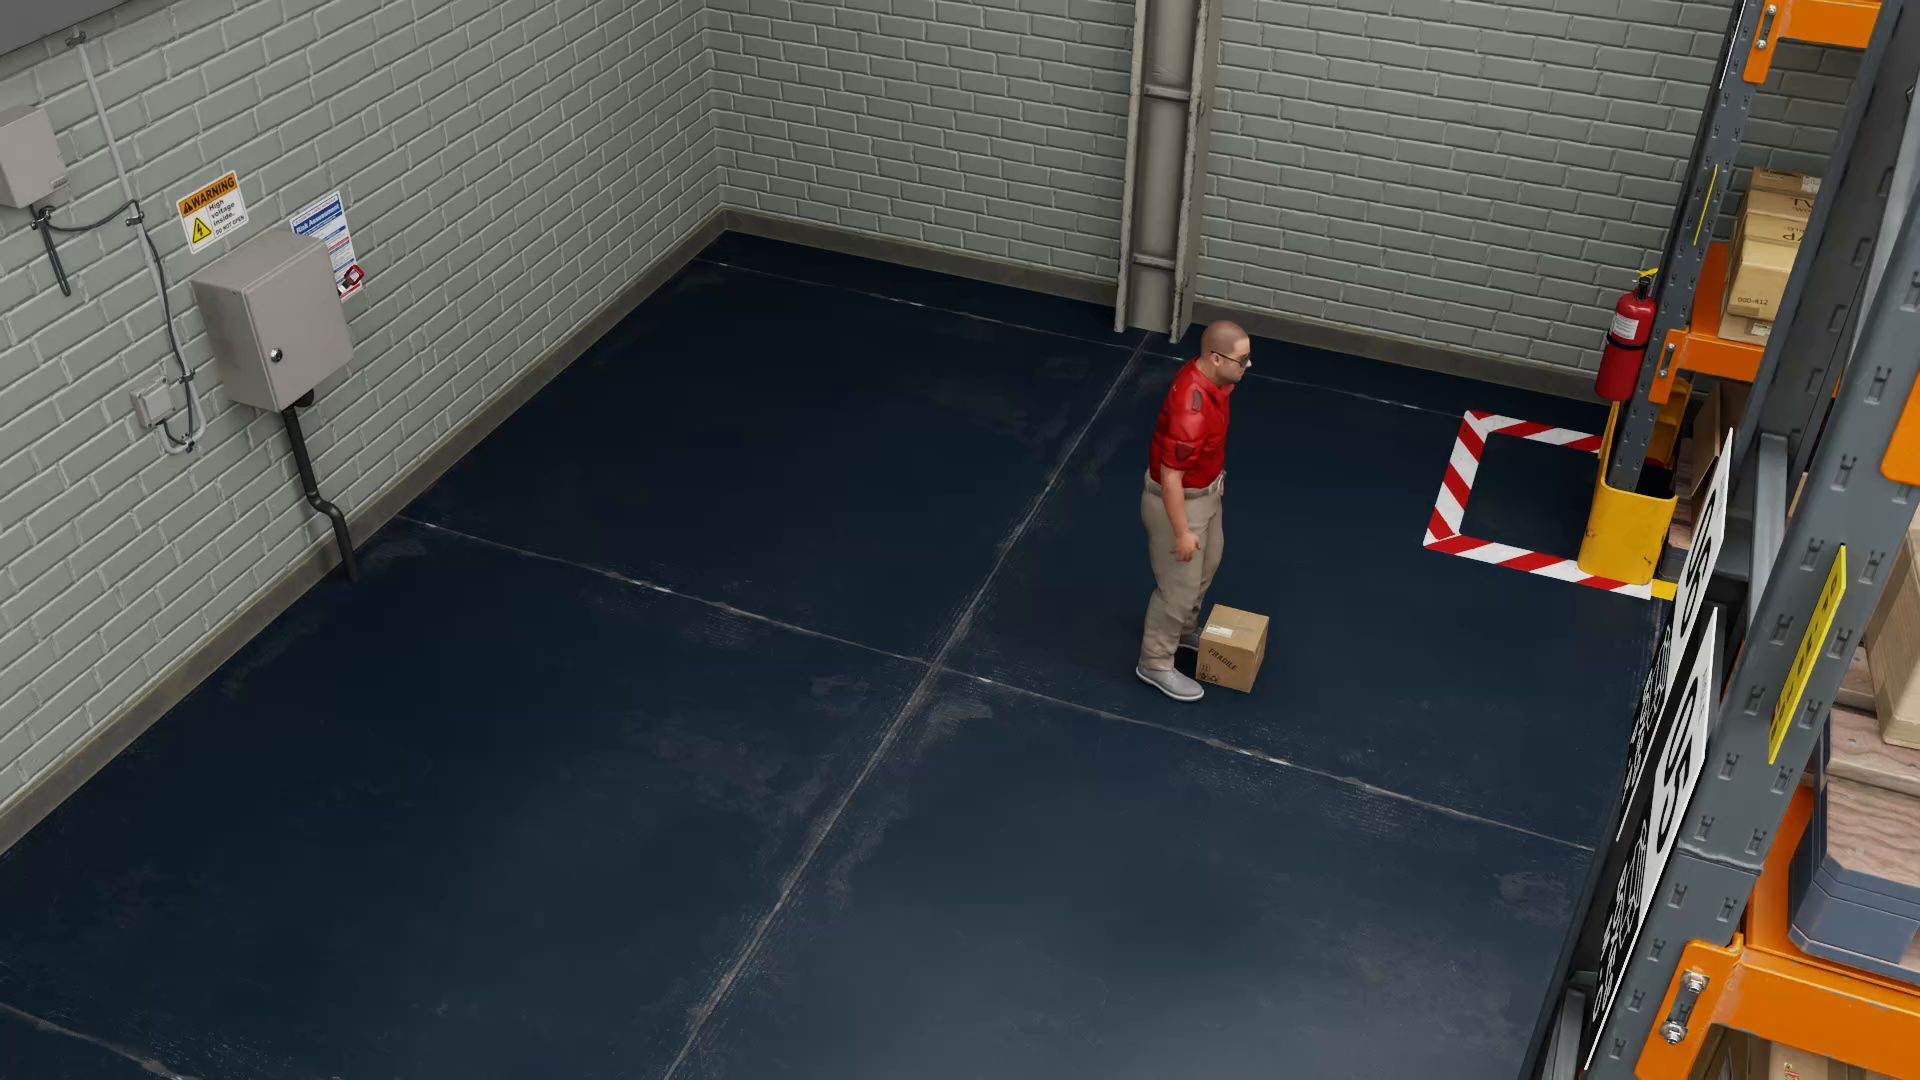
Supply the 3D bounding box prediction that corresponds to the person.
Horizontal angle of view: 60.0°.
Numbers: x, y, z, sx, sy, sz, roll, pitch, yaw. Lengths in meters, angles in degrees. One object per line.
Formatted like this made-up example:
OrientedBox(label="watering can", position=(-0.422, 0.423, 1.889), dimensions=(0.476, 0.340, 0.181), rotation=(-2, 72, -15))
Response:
OrientedBox(label="person", position=(0.997, -0.160, 7.041), dimensions=(0.425, 1.727, 0.596), rotation=(13, 39, 16))
